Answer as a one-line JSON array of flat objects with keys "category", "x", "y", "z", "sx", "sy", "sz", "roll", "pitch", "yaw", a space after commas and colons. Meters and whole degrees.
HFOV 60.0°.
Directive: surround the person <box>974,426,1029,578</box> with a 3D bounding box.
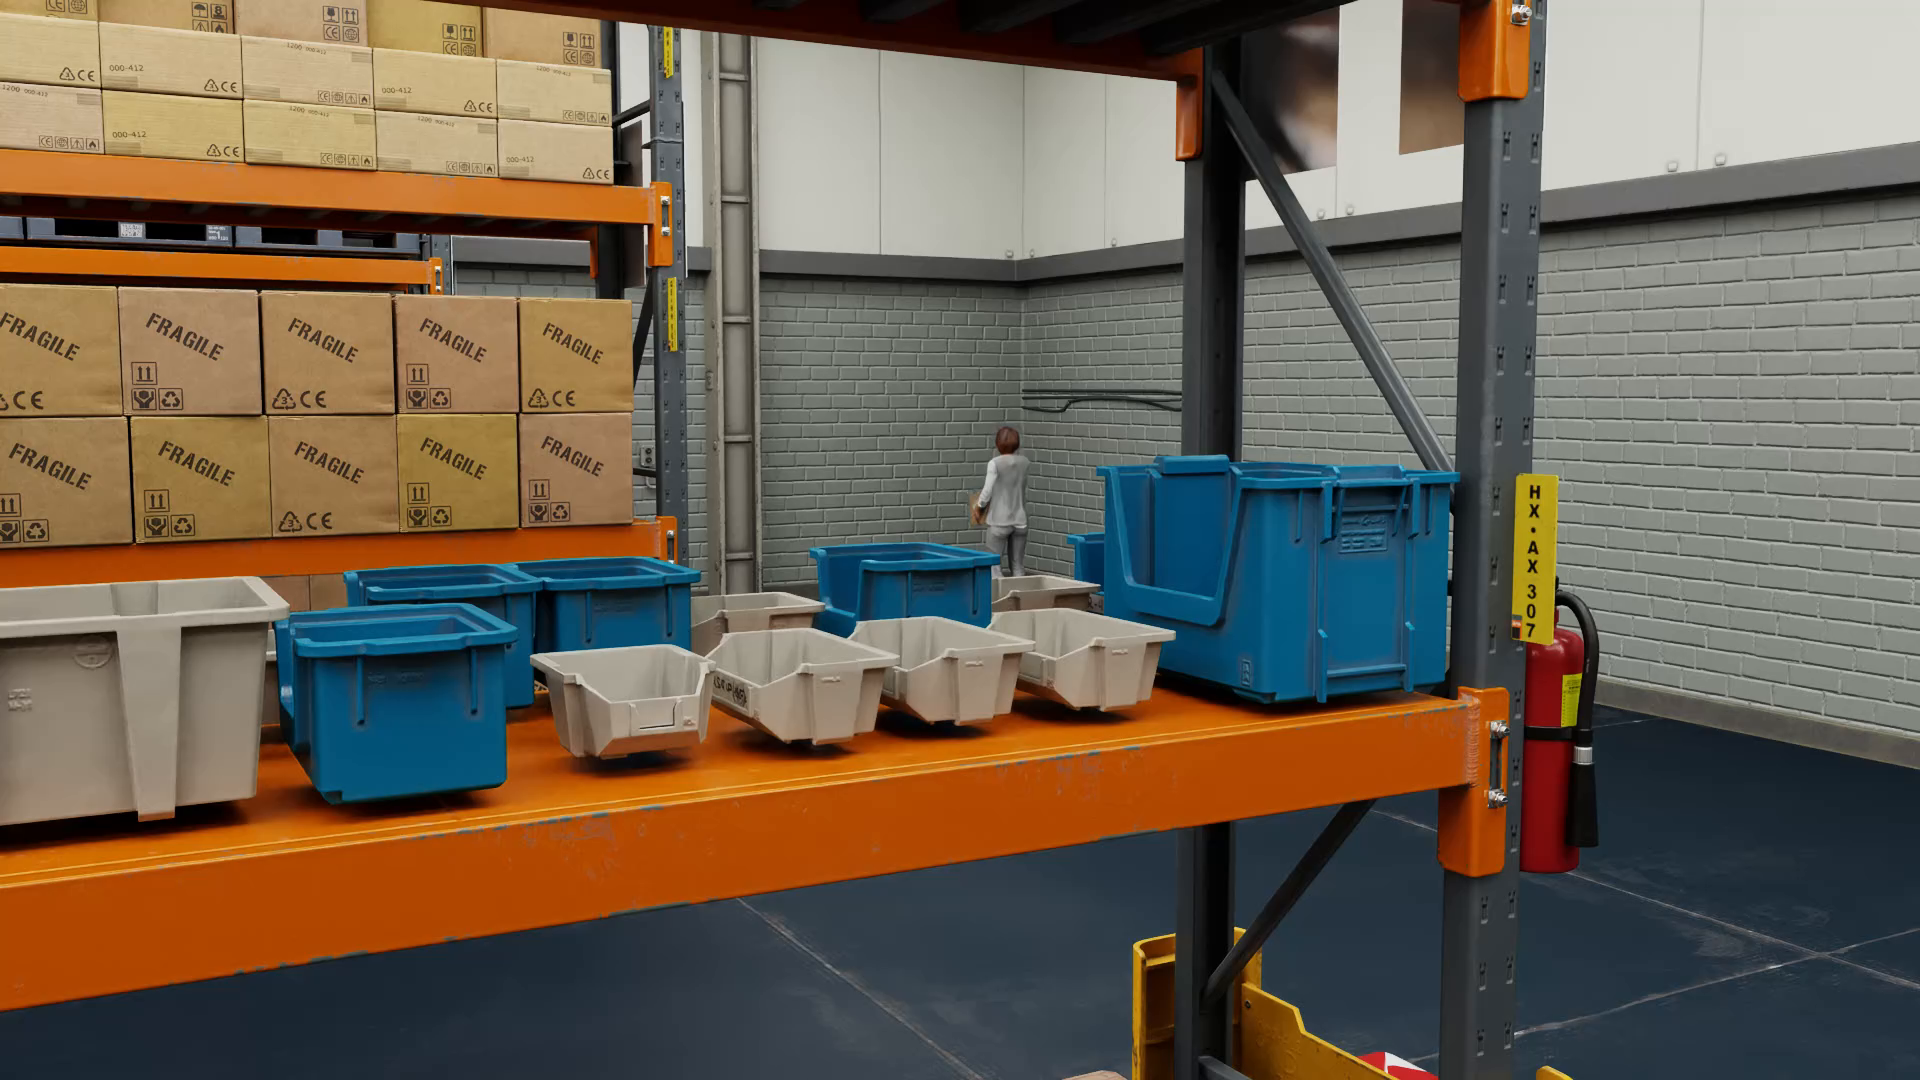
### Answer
[{"category": "person", "x": 0.342, "y": -0.116, "z": 13.519, "sx": 0.438, "sy": 1.586, "sz": 0.470, "roll": -3, "pitch": 6, "yaw": -29}]
